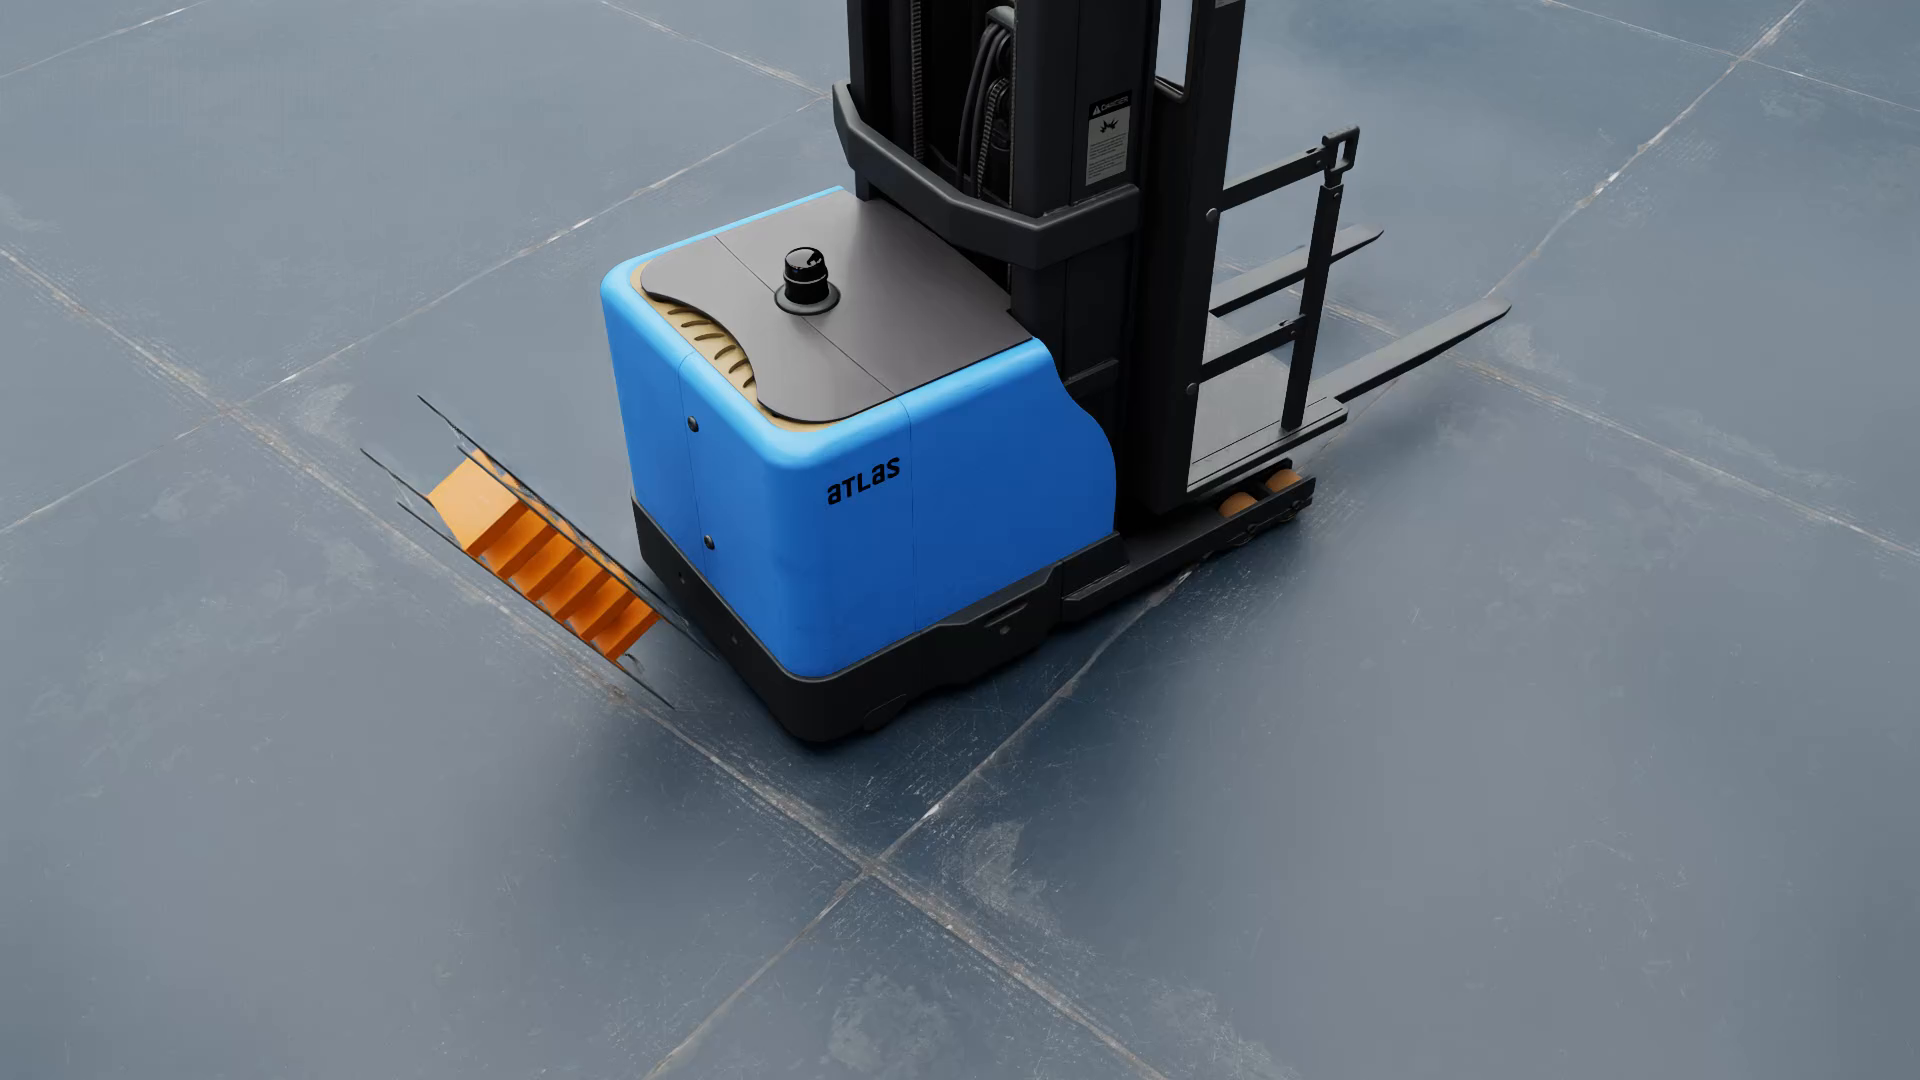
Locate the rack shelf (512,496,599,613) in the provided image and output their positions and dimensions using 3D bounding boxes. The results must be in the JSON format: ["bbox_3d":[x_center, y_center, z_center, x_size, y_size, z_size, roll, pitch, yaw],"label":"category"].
[{"bbox_3d":[-1.074,0.032,4.259,0.180,0.103,0.258,-44,53,-3],"label":"rack shelf"}]

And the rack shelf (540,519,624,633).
[{"bbox_3d":[-1.028,0.089,4.355,0.180,0.103,0.258,-44,53,-3],"label":"rack shelf"}]

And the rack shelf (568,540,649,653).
[{"bbox_3d":[-0.982,0.145,4.450,0.180,0.103,0.258,-44,53,-3],"label":"rack shelf"}]

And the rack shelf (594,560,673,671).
[{"bbox_3d":[-0.936,0.202,4.545,0.180,0.103,0.258,-44,53,-3],"label":"rack shelf"}]

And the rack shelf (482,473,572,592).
[{"bbox_3d":[-1.121,-0.024,4.164,0.180,0.103,0.258,-44,53,-3],"label":"rack shelf"}]

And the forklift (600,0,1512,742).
[{"bbox_3d":[0.512,-1.332,4.536,3.031,2.935,1.130,-26,48,-26],"label":"forklift"}]

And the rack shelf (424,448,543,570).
[{"bbox_3d":[-1.167,-0.081,4.069,0.180,0.103,0.258,-44,53,-3],"label":"rack shelf"}]

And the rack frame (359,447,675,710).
[{"bbox_3d":[-1.111,0.131,4.314,0.006,1.200,0.240,-44,53,-3],"label":"rack frame"}]

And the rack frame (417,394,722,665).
[{"bbox_3d":[-0.979,0.005,4.325,0.006,1.200,0.240,-44,53,-3],"label":"rack frame"}]

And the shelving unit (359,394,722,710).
[{"bbox_3d":[-1.045,0.068,4.319,0.189,1.200,0.258,-44,53,-3],"label":"shelving unit"}]
